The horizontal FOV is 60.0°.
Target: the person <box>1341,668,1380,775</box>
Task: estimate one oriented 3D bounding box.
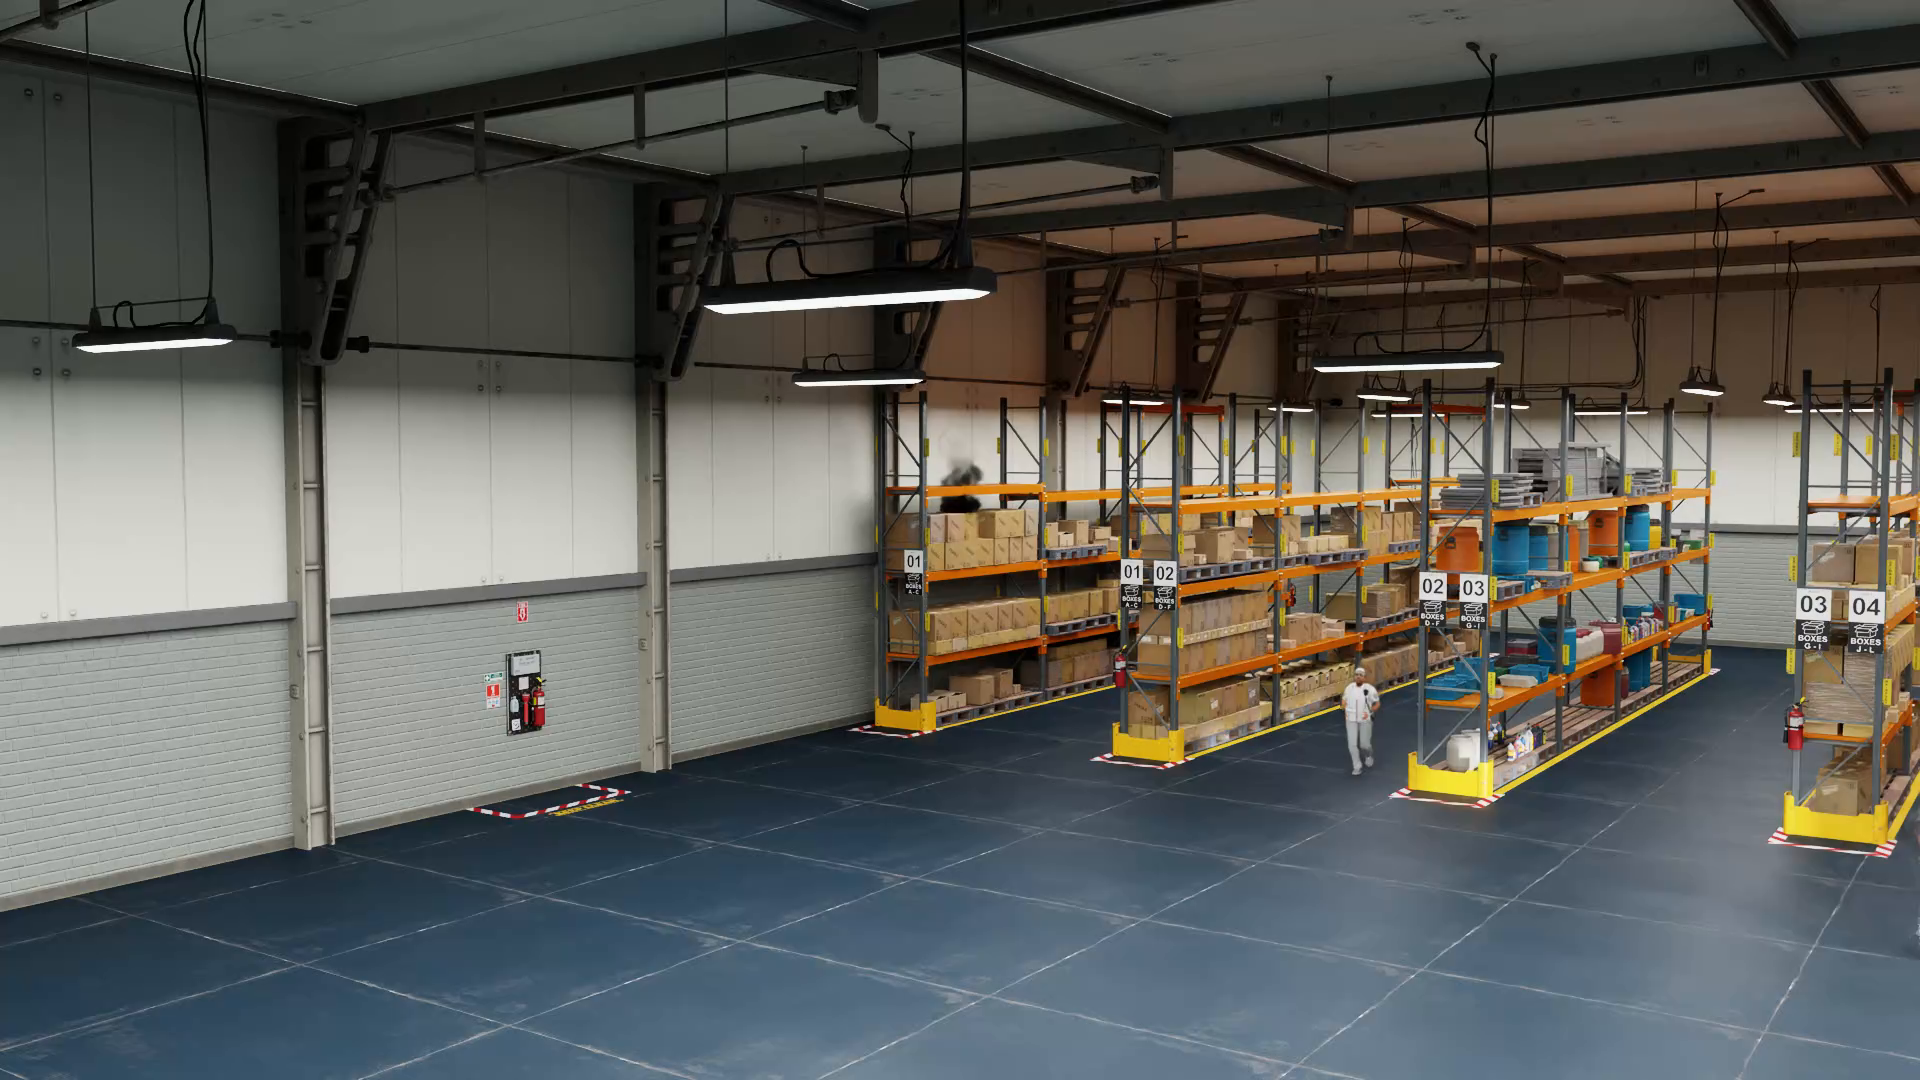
[{"bbox_3d":[6.140,2.770,25.561,0.599,1.615,0.604,2,4,25],"label":"person"}]
